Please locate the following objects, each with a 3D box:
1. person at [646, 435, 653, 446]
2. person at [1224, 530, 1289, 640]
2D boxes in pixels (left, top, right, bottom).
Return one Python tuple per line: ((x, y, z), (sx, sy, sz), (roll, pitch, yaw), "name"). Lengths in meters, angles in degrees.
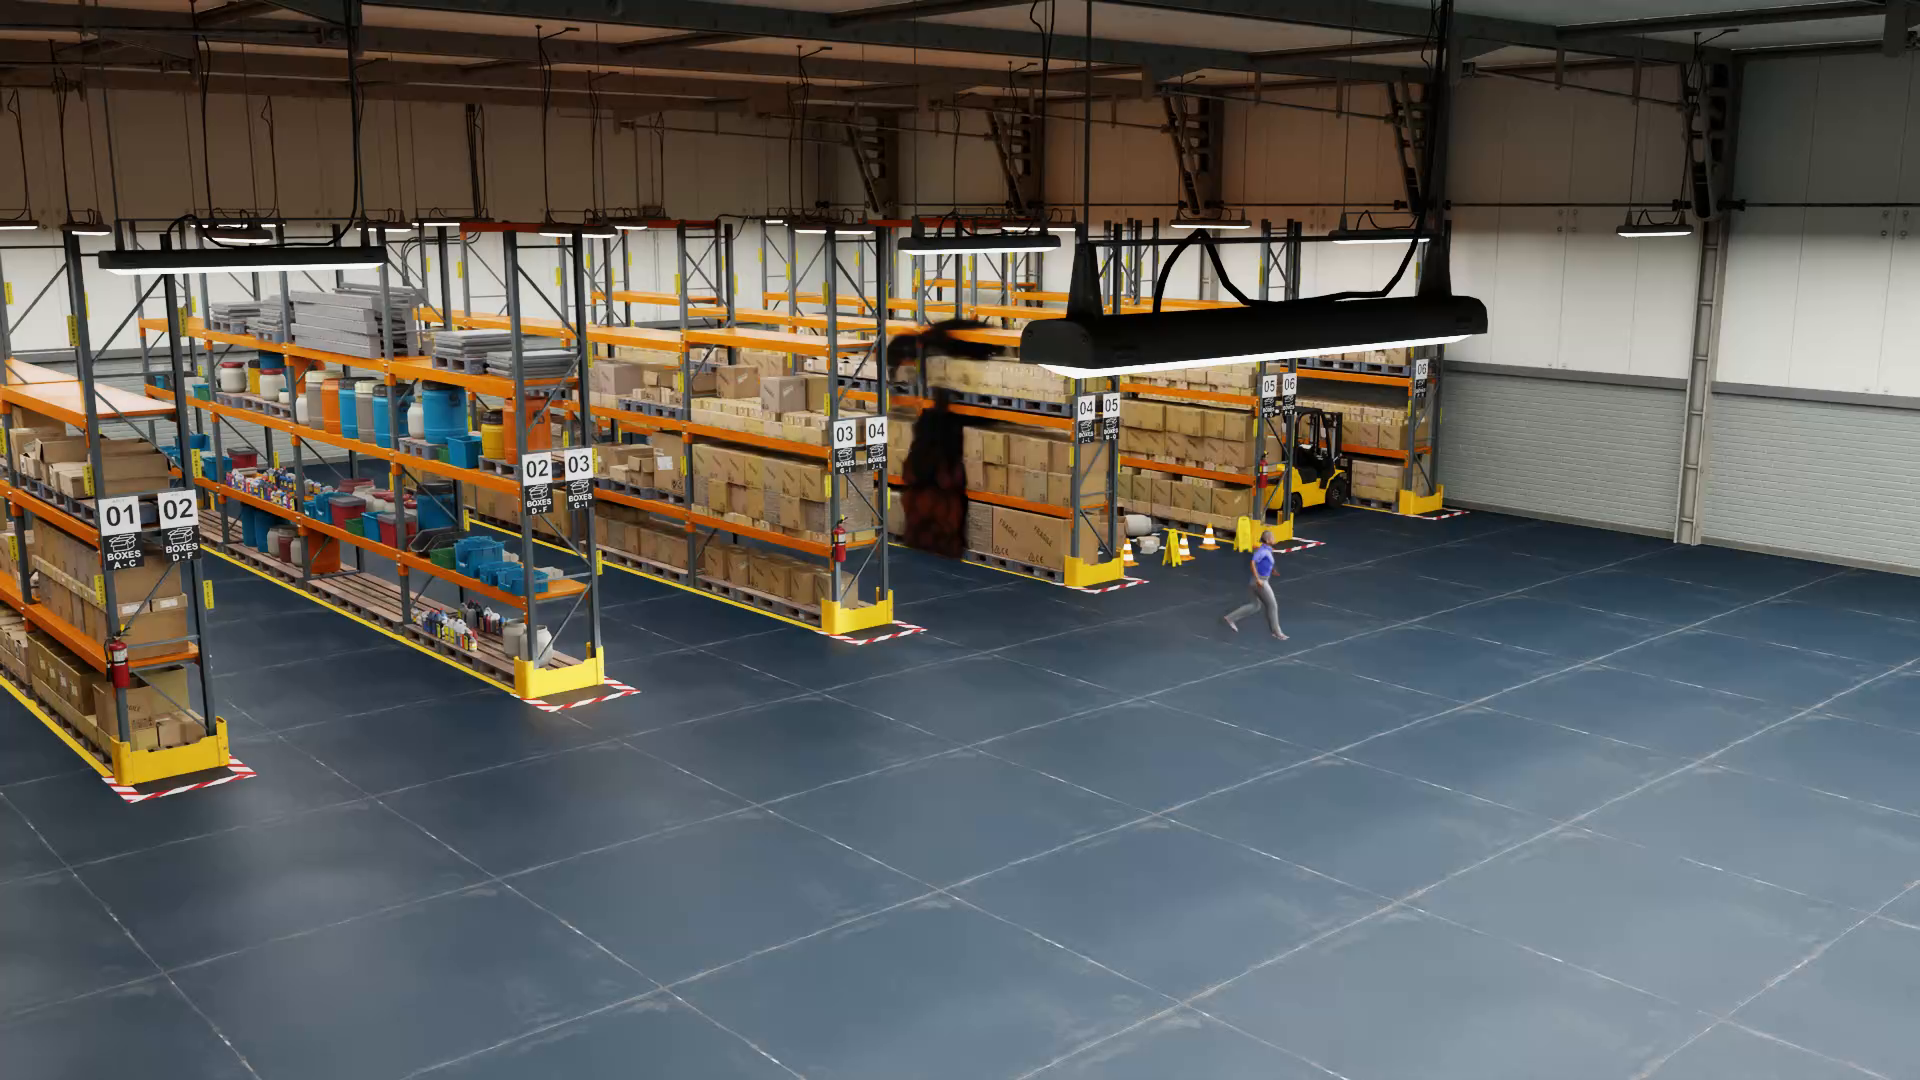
((-7.593, -2.785, 41.209), (0.842, 1.780, 0.699), (2, 12, 11), "person")
((4.399, 0.667, 24.441), (0.938, 1.655, 0.600), (1, 11, 4), "person")
